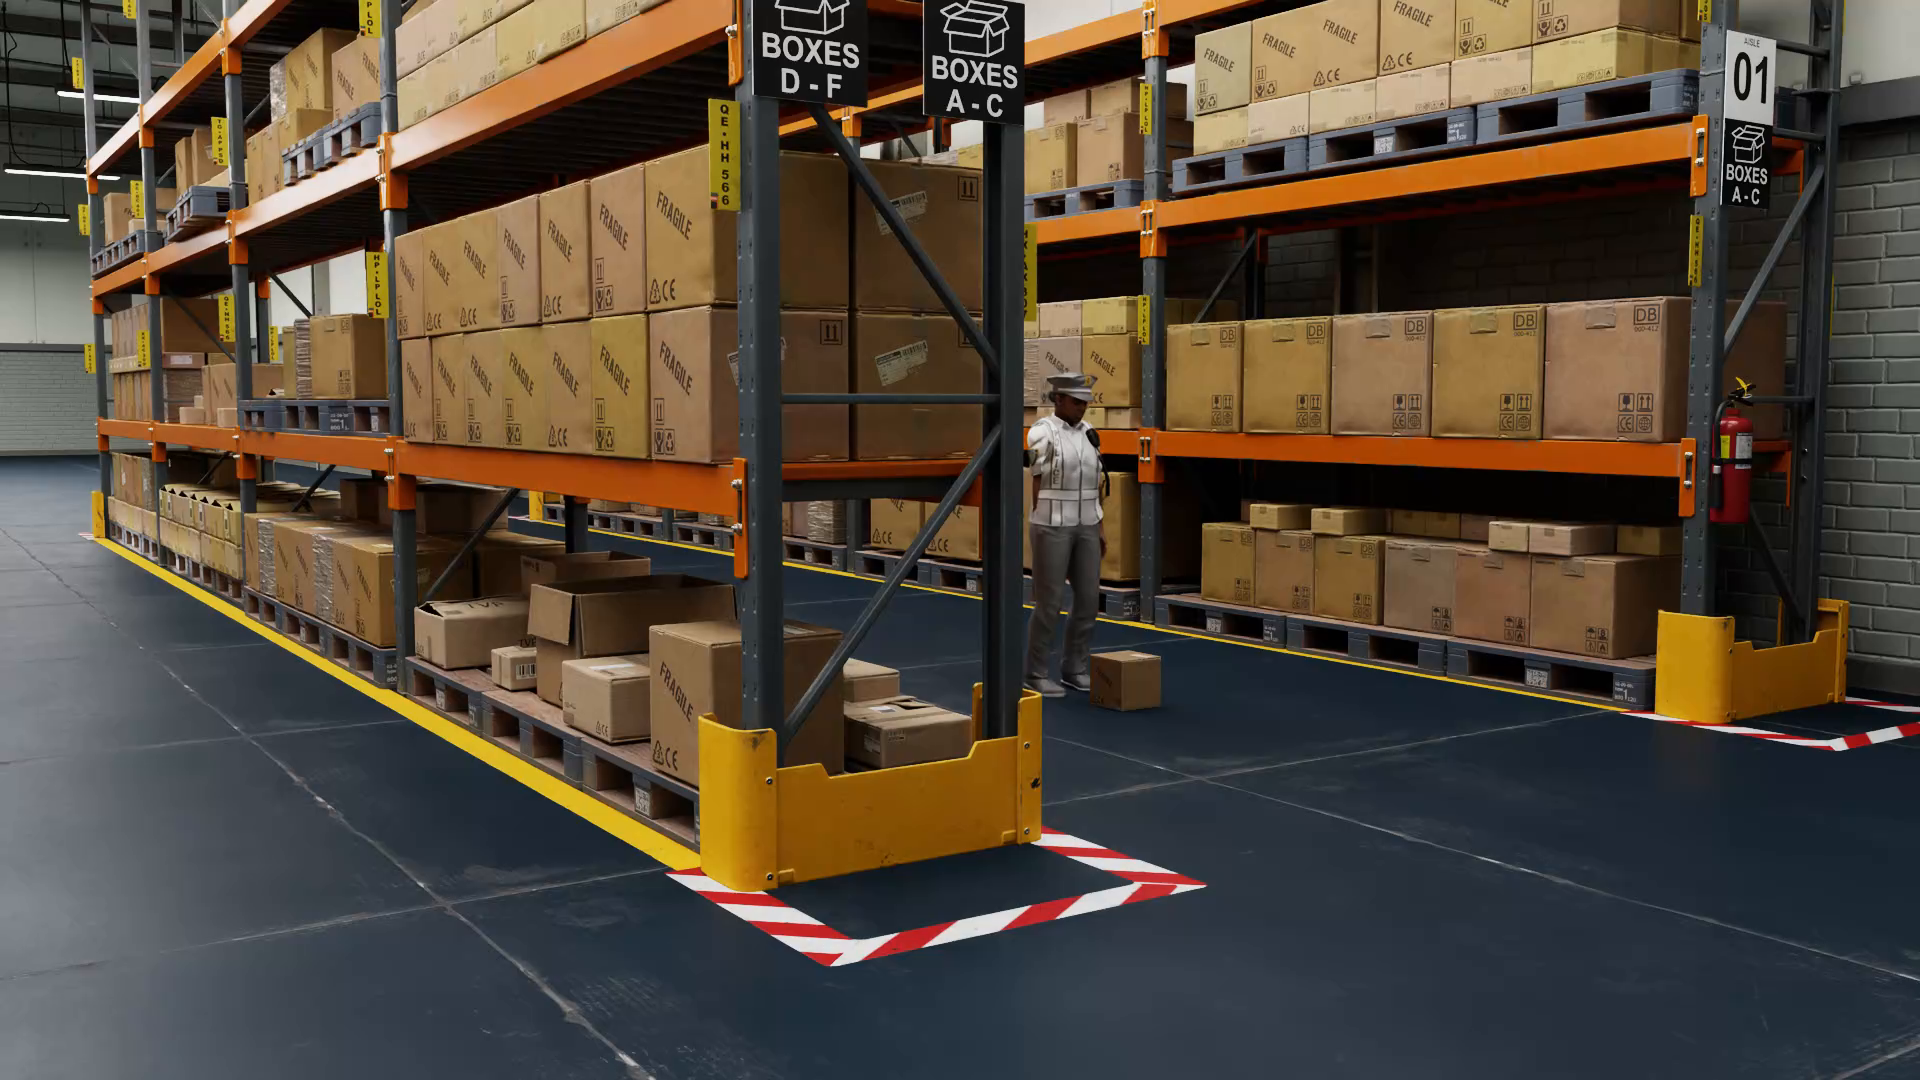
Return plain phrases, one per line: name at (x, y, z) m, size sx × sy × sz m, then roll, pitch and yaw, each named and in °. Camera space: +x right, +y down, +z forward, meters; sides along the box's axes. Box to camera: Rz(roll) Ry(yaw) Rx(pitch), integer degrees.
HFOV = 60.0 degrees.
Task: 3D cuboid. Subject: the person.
person at (0.561, -0.034, 8.589) m, size 0.439 × 1.661 × 0.339 m, roll -3°, pitch 6°, yaw -33°
